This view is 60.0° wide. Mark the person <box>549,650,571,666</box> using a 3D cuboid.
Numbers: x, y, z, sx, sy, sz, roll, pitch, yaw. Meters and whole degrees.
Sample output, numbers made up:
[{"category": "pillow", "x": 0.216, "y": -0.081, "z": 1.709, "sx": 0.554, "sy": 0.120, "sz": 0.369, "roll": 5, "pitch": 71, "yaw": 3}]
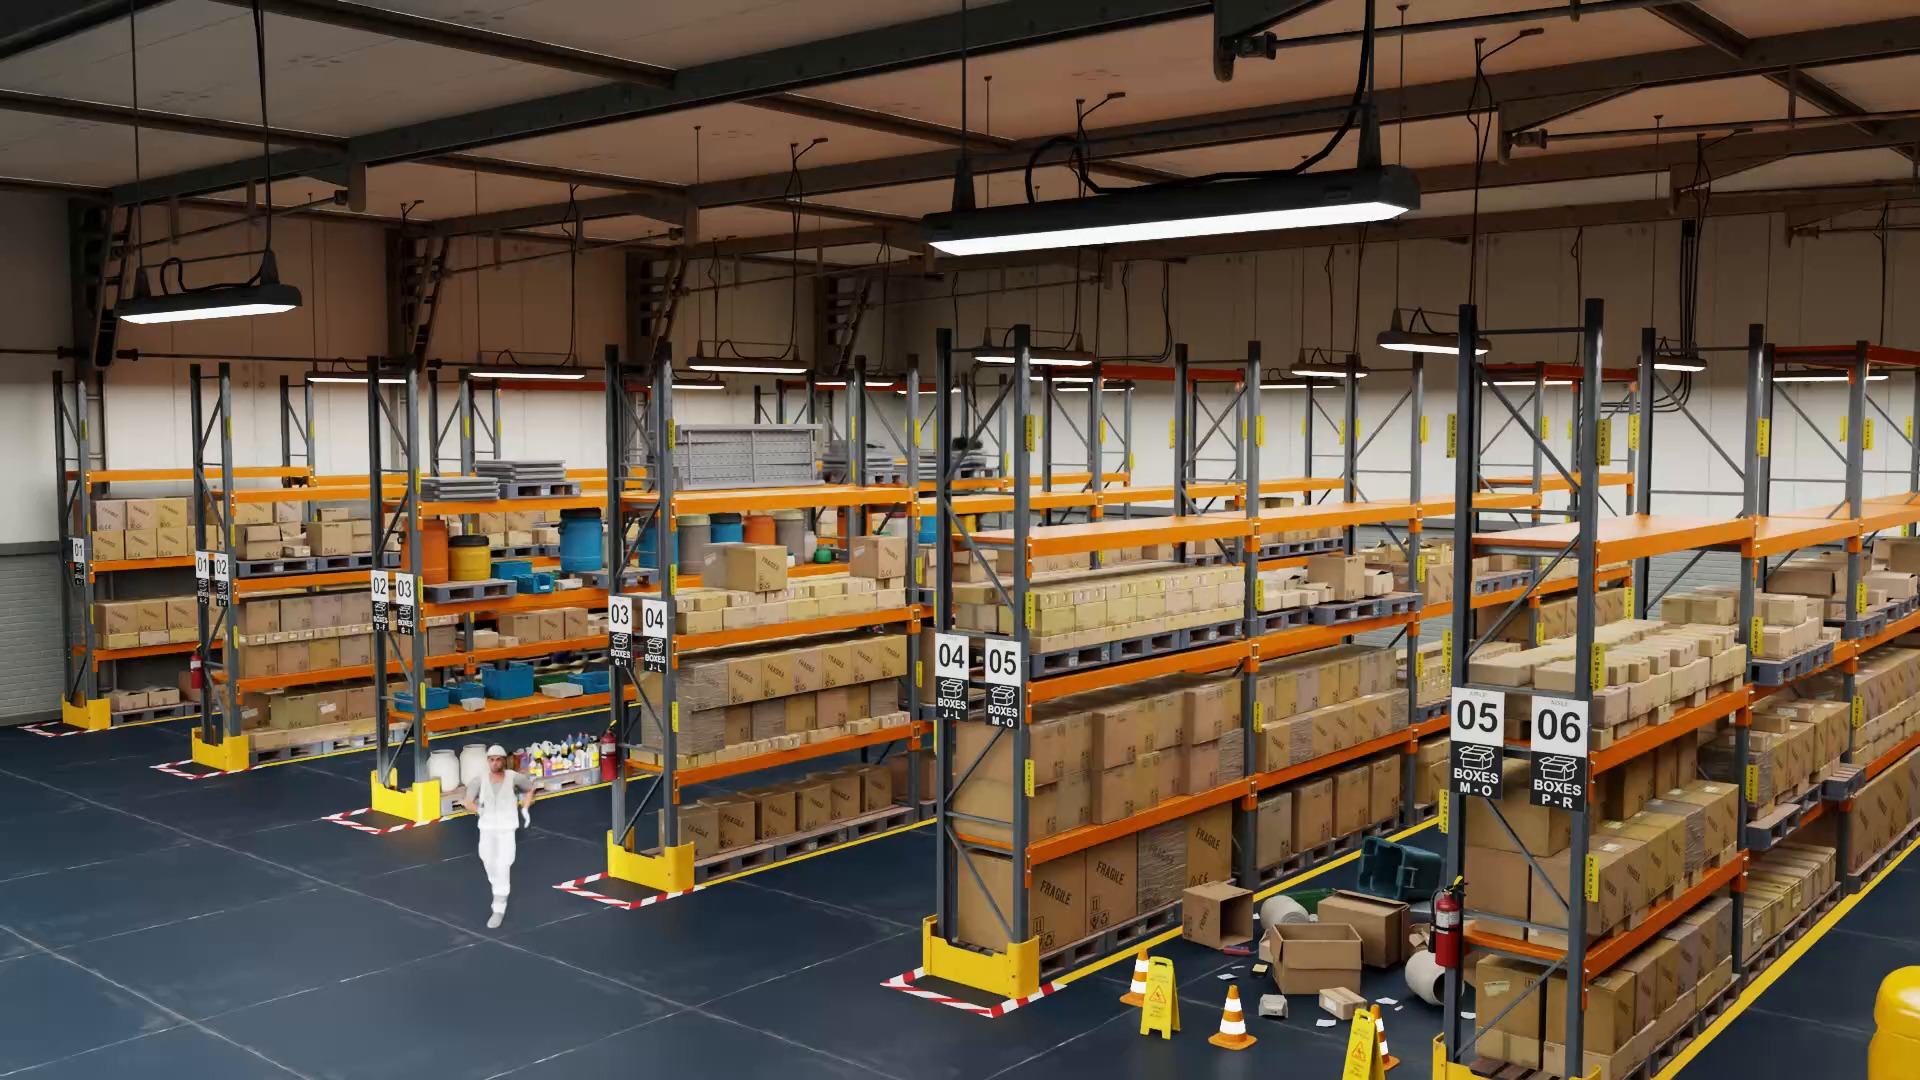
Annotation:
[{"category": "person", "x": -7.542, "y": 2.091, "z": 31.264, "sx": 0.579, "sy": 1.629, "sz": 0.643, "roll": 4, "pitch": 5, "yaw": 41}]

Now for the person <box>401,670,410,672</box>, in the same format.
[{"category": "person", "x": -9.691, "y": 2.206, "z": 29.334, "sx": 0.693, "sy": 1.731, "sz": 0.684, "roll": 3, "pitch": 5, "yaw": 39}]

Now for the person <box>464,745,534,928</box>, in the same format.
[{"category": "person", "x": -4.774, "y": 3.002, "z": 17.151, "sx": 0.663, "sy": 1.793, "sz": 0.889, "roll": 0, "pitch": 4, "yaw": -2}]
